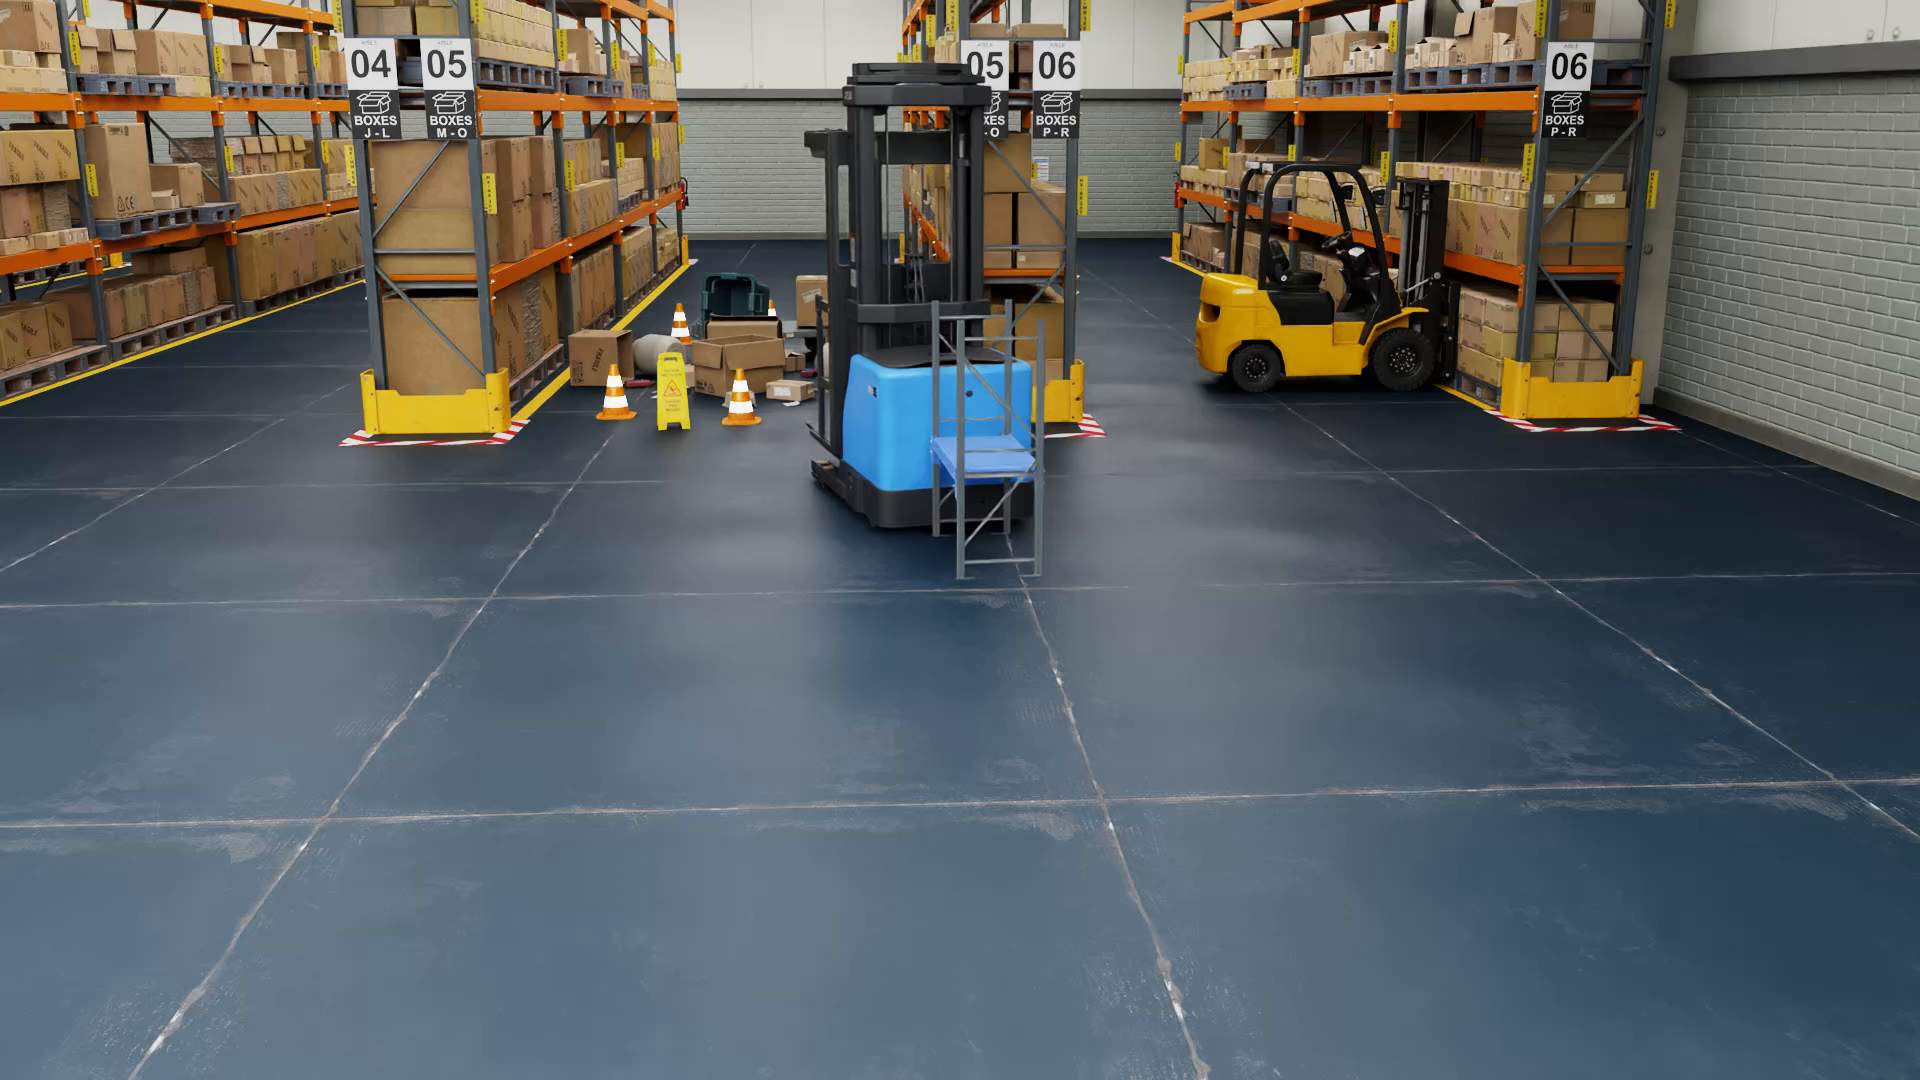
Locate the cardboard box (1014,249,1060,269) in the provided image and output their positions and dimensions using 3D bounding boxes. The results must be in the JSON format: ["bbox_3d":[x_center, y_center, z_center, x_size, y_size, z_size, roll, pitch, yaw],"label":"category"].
[{"bbox_3d":[0.678,-2.467,14.599,0.380,0.149,0.250,-1,14,-3],"label":"cardboard box"}]

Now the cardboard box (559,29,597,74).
[{"bbox_3d":[-4.550,-5.714,19.451,0.500,0.500,0.500,-1,14,-3],"label":"cardboard box"}]

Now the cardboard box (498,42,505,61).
[{"bbox_3d":[-4.191,-4.261,14.509,0.380,0.149,0.250,-1,14,-3],"label":"cardboard box"}]

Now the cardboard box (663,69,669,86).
[{"bbox_3d":[-5.089,-7.636,27.461,0.500,0.250,0.500,-1,14,-3],"label":"cardboard box"}]

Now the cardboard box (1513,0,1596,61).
[{"bbox_3d":[5.176,-4.438,14.491,0.500,0.500,0.500,0,14,-2],"label":"cardboard box"}]

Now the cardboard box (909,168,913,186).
[{"bbox_3d":[-0.505,-5.541,25.340,0.500,0.250,0.500,-1,14,-5],"label":"cardboard box"}]

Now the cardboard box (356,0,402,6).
[{"bbox_3d":[-4.801,-4.447,13.631,0.380,0.149,0.250,-1,14,-3],"label":"cardboard box"}]

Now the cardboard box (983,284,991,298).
[{"bbox_3d":[0.093,-2.336,15.452,0.380,0.149,0.250,0,14,-2],"label":"cardboard box"}]

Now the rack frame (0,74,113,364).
[{"bbox_3d":[-9.646,-3.343,17.499,1.000,3.000,0.127,-1,14,-3],"label":"rack frame"}]

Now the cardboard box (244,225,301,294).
[{"bbox_3d":[-9.964,-3.906,23.108,1.225,0.875,0.875,-1,14,-3],"label":"cardboard box"}]

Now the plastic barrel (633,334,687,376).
[{"bbox_3d":[-3.088,-1.888,17.015,0.512,0.421,0.421,10,18,35],"label":"plastic barrel"}]

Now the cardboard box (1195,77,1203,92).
[{"bbox_3d":[4.281,-7.714,28.171,0.500,0.250,0.500,-1,14,-5],"label":"cardboard box"}]

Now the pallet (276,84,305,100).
[{"bbox_3d":[-10.036,-6.465,23.998,0.805,0.209,1.217,-1,15,-6],"label":"pallet"}]

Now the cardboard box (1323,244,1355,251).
[{"bbox_3d":[5.229,-4.010,22.962,0.380,0.149,0.250,0,14,-1],"label":"cardboard box"}]

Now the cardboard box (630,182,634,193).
[{"bbox_3d":[-4.879,-5.046,23.779,0.380,0.149,0.250,0,14,-1],"label":"cardboard box"}]

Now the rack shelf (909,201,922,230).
[{"bbox_3d":[-0.127,-4.640,23.983,1.077,0.370,4.000,-1,14,-3],"label":"rack shelf"}]

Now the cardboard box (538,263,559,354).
[{"bbox_3d":[-4.721,-2.411,17.299,0.875,0.875,0.875,-1,14,-3],"label":"cardboard box"}]

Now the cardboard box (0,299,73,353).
[{"bbox_3d":[-9.662,-2.236,17.369,0.500,0.500,0.500,-1,14,-5],"label":"cardboard box"}]

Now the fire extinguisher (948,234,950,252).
[{"bbox_3d":[0.040,-2.428,14.098,0.296,0.674,0.183,-1,14,-3],"label":"fire extinguisher"}]

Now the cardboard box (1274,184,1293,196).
[{"bbox_3d":[4.527,-4.807,22.852,0.380,0.149,0.250,-1,14,-2],"label":"cardboard box"}]

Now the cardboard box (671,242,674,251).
[{"bbox_3d":[-5.037,-4.961,28.069,0.380,0.149,0.250,-1,14,-3],"label":"cardboard box"}]

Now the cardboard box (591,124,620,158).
[{"bbox_3d":[-5.484,-6.173,25.695,0.500,0.500,0.500,-1,14,-5],"label":"cardboard box"}]

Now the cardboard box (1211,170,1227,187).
[{"bbox_3d":[4.382,-5.882,27.070,0.500,0.250,0.500,-1,14,-3],"label":"cardboard box"}]

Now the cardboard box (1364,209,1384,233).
[{"bbox_3d":[4.906,-3.622,18.885,0.500,0.250,0.500,-1,14,-2],"label":"cardboard box"}]

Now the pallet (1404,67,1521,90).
[{"bbox_3d":[5.277,-4.771,17.209,1.003,0.211,1.213,-1,14,-3],"label":"pallet"}]

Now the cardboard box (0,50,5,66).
[{"bbox_3d":[-9.325,-4.577,15.777,0.380,0.149,0.250,0,14,-1],"label":"cardboard box"}]

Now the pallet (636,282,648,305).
[{"bbox_3d":[-5.057,-3.536,23.844,1.003,0.211,1.213,-1,14,-3],"label":"pallet"}]

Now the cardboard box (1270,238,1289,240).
[{"bbox_3d":[4.660,-4.256,23.920,0.380,0.149,0.250,-1,14,-4],"label":"cardboard box"}]

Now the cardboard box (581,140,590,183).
[{"bbox_3d":[-4.853,-4.557,20.009,0.700,0.500,0.500,-1,14,-4],"label":"cardboard box"}]

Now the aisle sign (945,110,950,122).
[{"bbox_3d":[-0.194,-7.762,29.457,0.394,0.787,0.004,-1,14,-3],"label":"aisle sign"}]

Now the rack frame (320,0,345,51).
[{"bbox_3d":[-10.390,-9.233,28.350,1.000,3.000,0.127,-1,14,-3],"label":"rack frame"}]

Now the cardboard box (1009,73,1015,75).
[{"bbox_3d":[0.706,-4.280,14.824,0.500,0.250,0.500,-1,14,-4],"label":"cardboard box"}]

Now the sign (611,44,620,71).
[{"bbox_3d":[-4.383,-6.137,21.142,0.100,0.325,0.005,-1,14,-3],"label":"sign"}]

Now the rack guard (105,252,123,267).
[{"bbox_3d":[-15.348,-5.046,29.135,1.175,0.500,0.348,-1,14,-3],"label":"rack guard"}]

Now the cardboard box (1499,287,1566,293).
[{"bbox_3d":[5.551,-2.306,16.137,0.500,0.250,0.500,-1,14,-4],"label":"cardboard box"}]

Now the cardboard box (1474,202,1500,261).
[{"bbox_3d":[5.131,-2.874,15.478,0.500,0.500,0.500,0,14,-2],"label":"cardboard box"}]

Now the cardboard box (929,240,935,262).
[{"bbox_3d":[0.037,-3.838,22.845,0.875,0.875,0.875,-1,14,-4],"label":"cardboard box"}]

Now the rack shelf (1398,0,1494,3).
[{"bbox_3d":[5.322,-5.439,15.853,1.077,0.370,4.000,-1,14,-3],"label":"rack shelf"}]

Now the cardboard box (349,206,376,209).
[{"bbox_3d":[-10.214,-5.117,27.817,0.875,0.875,0.875,-1,14,-3],"label":"cardboard box"}]

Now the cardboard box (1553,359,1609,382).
[{"bbox_3d":[5.611,-1.575,15.305,0.500,0.250,0.500,-1,14,-3],"label":"cardboard box"}]

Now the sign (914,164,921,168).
[{"bbox_3d":[-0.557,-5.042,21.779,0.100,0.325,0.005,-1,14,-3],"label":"sign"}]

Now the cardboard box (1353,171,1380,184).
[{"bbox_3d":[4.857,-4.272,19.610,0.380,0.149,0.250,-1,14,-5],"label":"cardboard box"}]

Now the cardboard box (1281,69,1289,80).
[{"bbox_3d":[4.642,-6.417,22.929,0.380,0.149,0.250,-1,14,-3],"label":"cardboard box"}]

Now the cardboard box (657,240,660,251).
[{"bbox_3d":[-4.958,-4.653,26.275,0.380,0.149,0.250,0,14,-1],"label":"cardboard box"}]

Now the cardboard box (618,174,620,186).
[{"bbox_3d":[-4.806,-4.872,22.506,0.380,0.149,0.250,-1,14,-5],"label":"cardboard box"}]

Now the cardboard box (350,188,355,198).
[{"bbox_3d":[-9.896,-5.549,26.579,0.380,0.149,0.250,-1,14,-4],"label":"cardboard box"}]

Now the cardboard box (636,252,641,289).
[{"bbox_3d":[-4.798,-3.814,23.505,0.500,0.500,0.500,-1,14,-5],"label":"cardboard box"}]

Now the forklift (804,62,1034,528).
[{"bbox_3d":[-0.451,-1.816,11.704,1.130,2.935,3.031,-5,15,-17],"label":"forklift"}]

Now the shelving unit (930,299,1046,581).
[{"bbox_3d":[0.152,-0.629,9.963,0.538,1.500,1.048,-2,15,-8],"label":"shelving unit"}]

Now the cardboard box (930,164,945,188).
[{"bbox_3d":[0.085,-3.553,15.510,0.700,0.500,0.500,-1,14,-4],"label":"cardboard box"}]

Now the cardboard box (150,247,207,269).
[{"bbox_3d":[-9.823,-3.537,20.882,0.500,0.250,0.500,0,14,-1],"label":"cardboard box"}]

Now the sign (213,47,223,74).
[{"bbox_3d":[-9.352,-6.049,20.957,0.100,0.325,0.005,-1,14,-3],"label":"sign"}]

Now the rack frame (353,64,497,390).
[{"bbox_3d":[-4.442,-2.399,13.832,1.000,3.000,0.127,-1,14,-3],"label":"rack frame"}]

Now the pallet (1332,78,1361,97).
[{"bbox_3d":[5.154,-5.484,20.180,1.003,0.211,1.213,0,14,-1],"label":"pallet"}]
